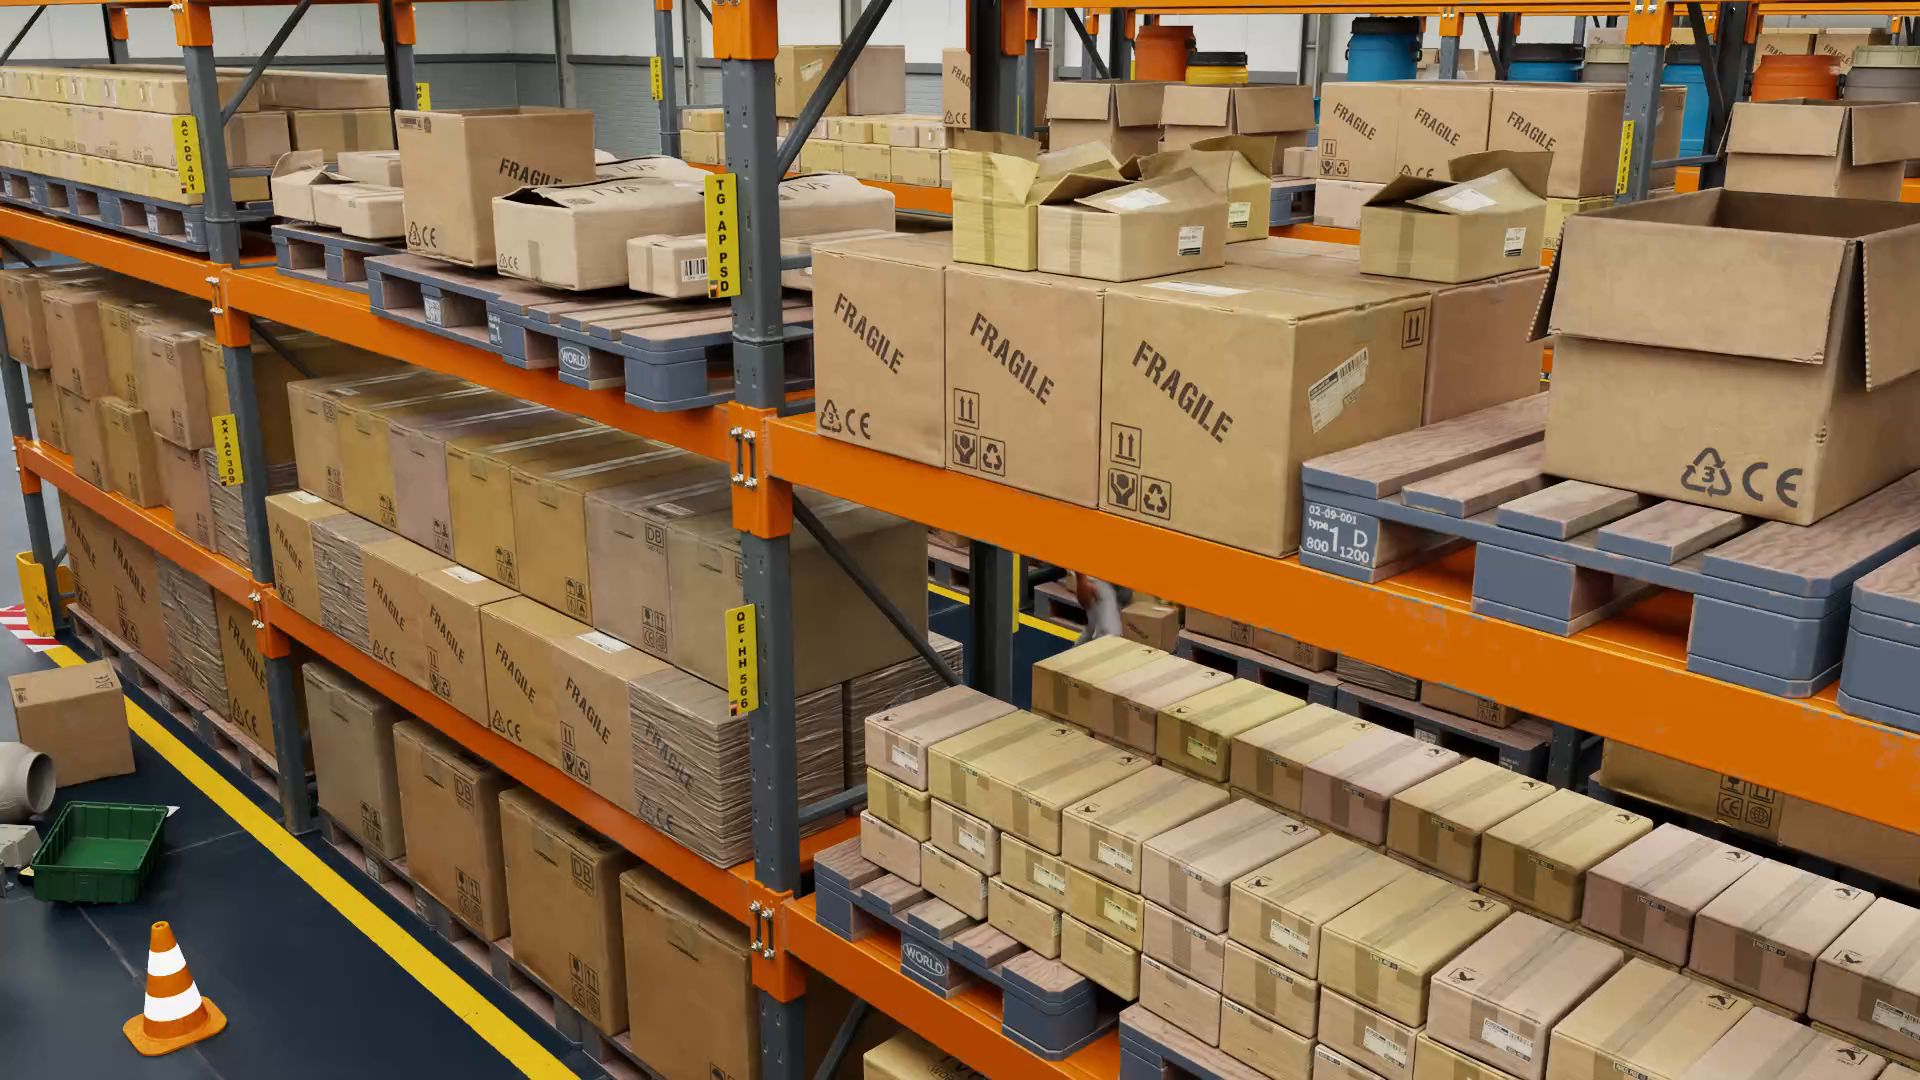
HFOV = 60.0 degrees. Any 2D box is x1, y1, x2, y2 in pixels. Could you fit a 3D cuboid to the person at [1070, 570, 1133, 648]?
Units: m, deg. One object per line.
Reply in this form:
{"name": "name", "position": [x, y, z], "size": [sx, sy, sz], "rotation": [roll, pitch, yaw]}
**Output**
{"name": "person", "position": [0.913, 0.205, 9.332], "size": [0.582, 1.727, 0.921], "rotation": [-15, 22, -39]}
